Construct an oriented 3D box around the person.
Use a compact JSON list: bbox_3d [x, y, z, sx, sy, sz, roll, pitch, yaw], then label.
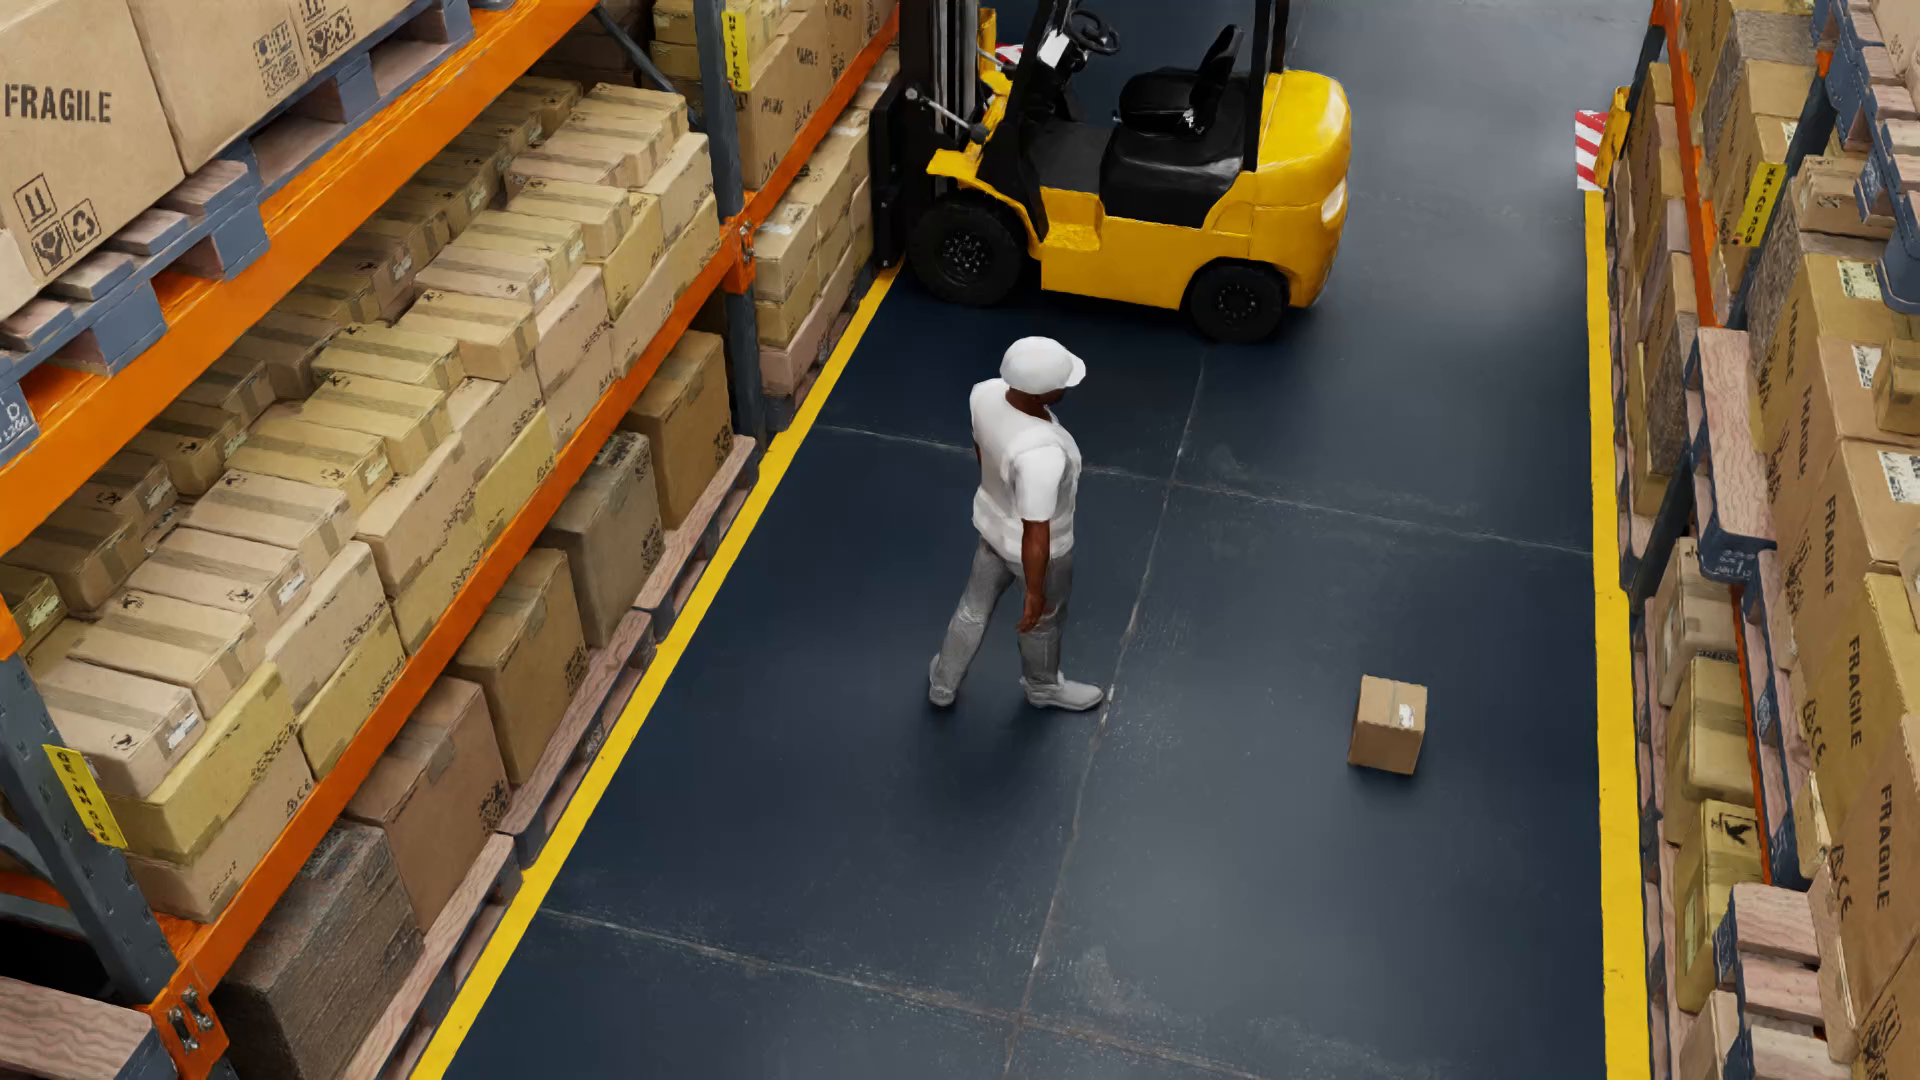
[{"bbox_3d":[0.216,-0.019,6.162,0.641,1.761,0.669,-20,45,-21],"label":"person"}]
